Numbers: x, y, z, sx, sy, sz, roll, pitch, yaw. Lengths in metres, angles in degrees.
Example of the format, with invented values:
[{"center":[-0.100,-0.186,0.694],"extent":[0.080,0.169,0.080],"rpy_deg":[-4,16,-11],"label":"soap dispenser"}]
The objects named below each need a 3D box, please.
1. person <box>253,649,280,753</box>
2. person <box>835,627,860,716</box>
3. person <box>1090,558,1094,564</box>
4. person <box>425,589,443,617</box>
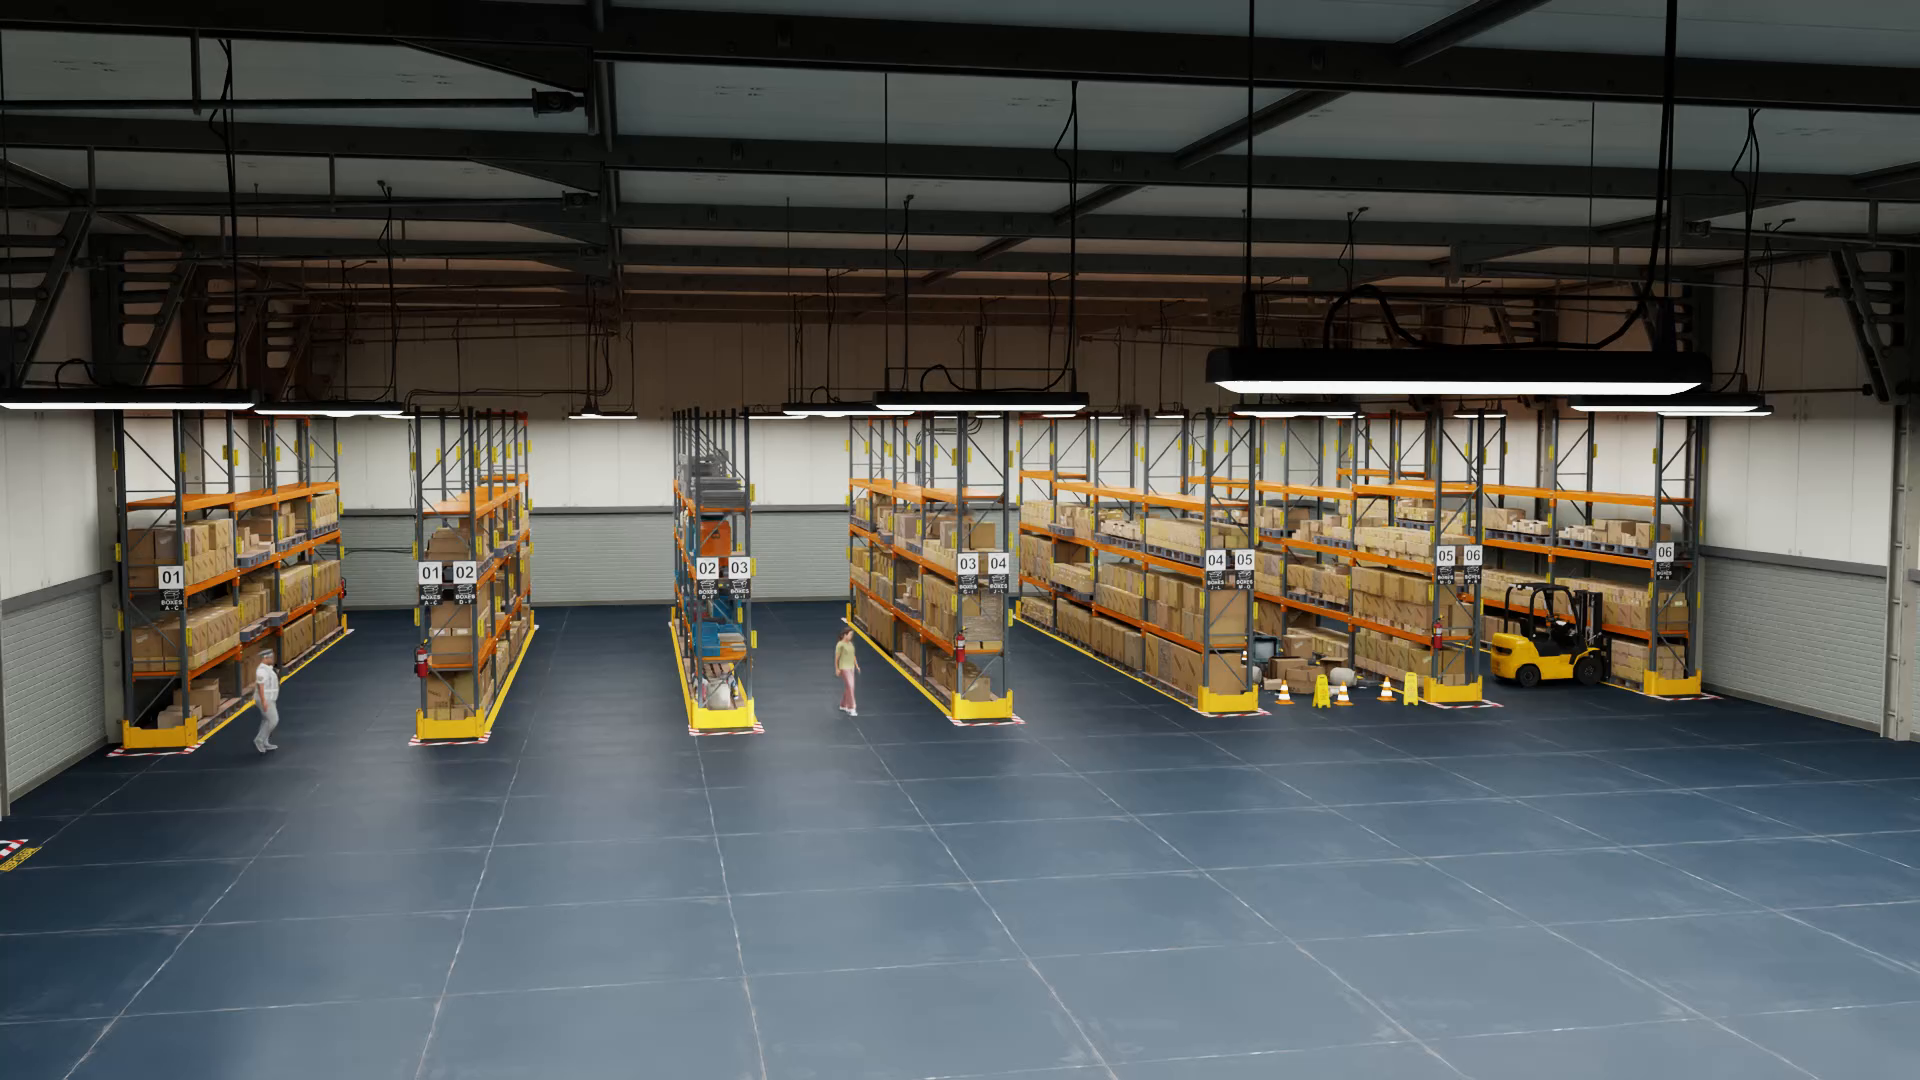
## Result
[{"center":[-12.035,2.783,28.874],"extent":[0.439,1.788,0.571],"rpy_deg":[-1,4,-9],"label":"person"},{"center":[-2.157,2.581,32.696],"extent":[0.591,1.720,0.470],"rpy_deg":[3,5,33],"label":"person"},{"center":[3.902,1.419,48.118],"extent":[0.565,1.771,0.624],"rpy_deg":[0,4,-6],"label":"person"},{"center":[-15.202,1.484,48.395],"extent":[1.032,1.587,0.467],"rpy_deg":[0,4,-2],"label":"person"}]
